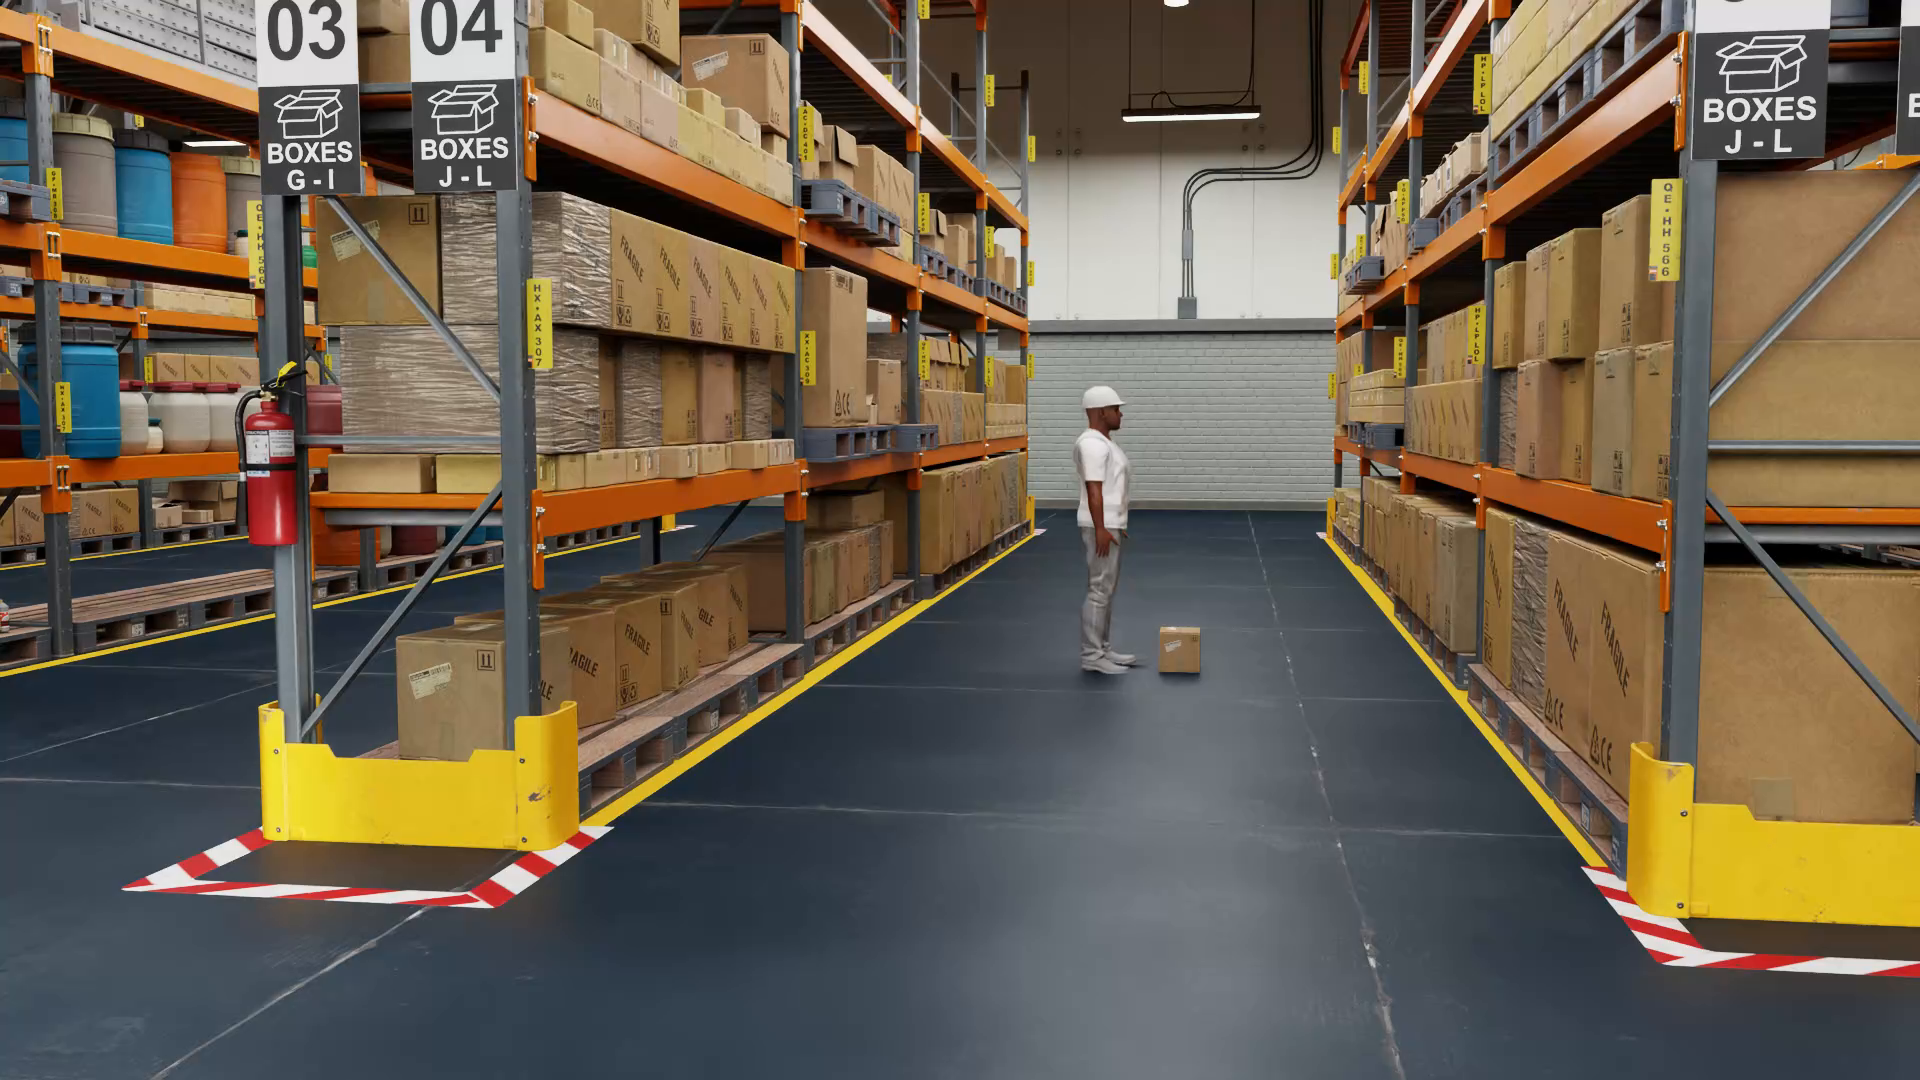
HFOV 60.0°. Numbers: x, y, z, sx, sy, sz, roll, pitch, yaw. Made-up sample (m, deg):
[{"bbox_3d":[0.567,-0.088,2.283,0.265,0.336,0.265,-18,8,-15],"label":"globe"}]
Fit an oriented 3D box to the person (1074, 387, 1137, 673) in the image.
[{"bbox_3d":[0.916,-0.070,10.446,0.385,1.781,0.566,1,5,10],"label":"person"}]
